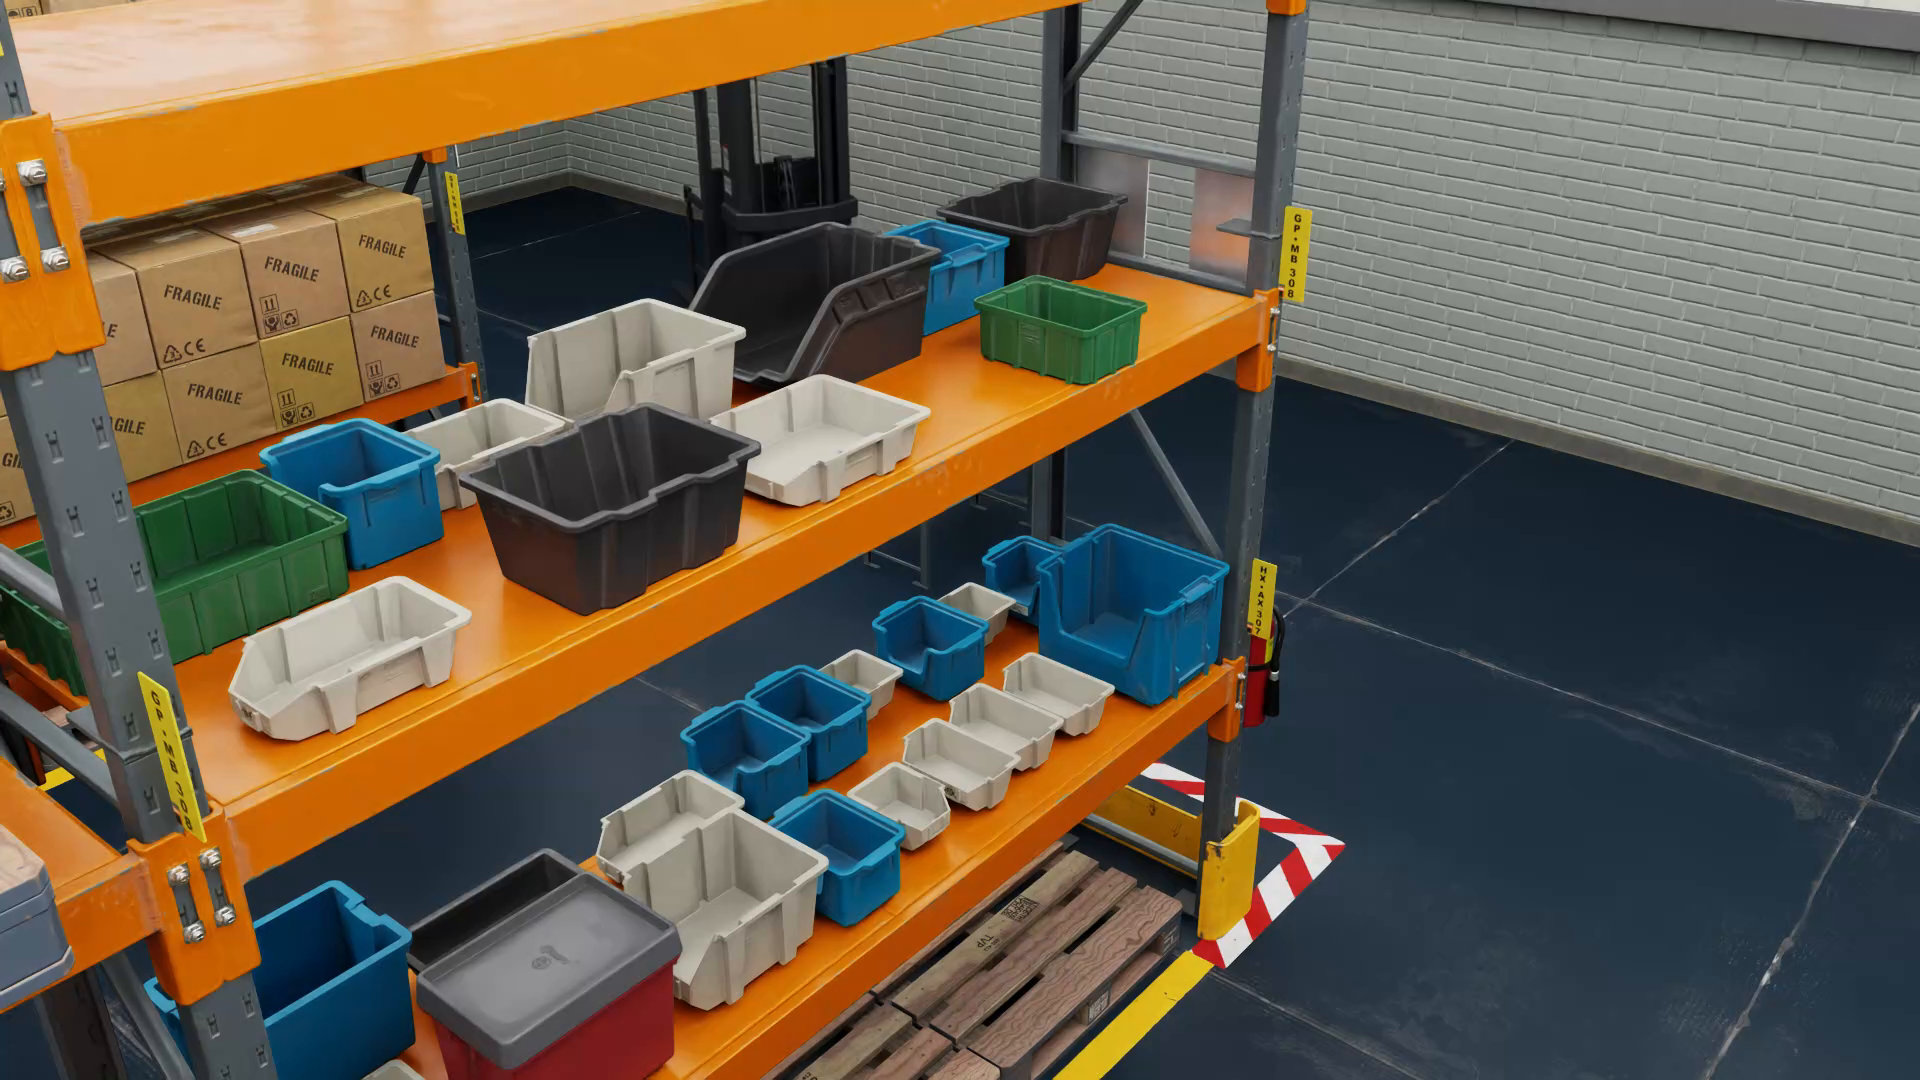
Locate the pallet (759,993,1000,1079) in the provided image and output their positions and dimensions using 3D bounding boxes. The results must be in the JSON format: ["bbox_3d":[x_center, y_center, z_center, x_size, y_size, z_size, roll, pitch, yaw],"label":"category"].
[{"bbox_3d":[-0.611,2.096,5.969,1.003,0.211,1.213,21,34,34],"label":"pallet"}]

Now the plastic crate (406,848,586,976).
[{"bbox_3d":[-1.320,1.184,4.931,0.437,0.125,0.590,21,34,34],"label":"plastic crate"}]

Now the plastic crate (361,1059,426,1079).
[{"bbox_3d":[-1.418,1.531,4.247,0.396,0.136,0.243,21,34,34],"label":"plastic crate"}]

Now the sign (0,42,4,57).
[{"bbox_3d":[-1.401,-0.846,2.320,0.100,0.325,0.005,21,34,34],"label":"sign"}]

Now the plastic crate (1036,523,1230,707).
[{"bbox_3d":[0.651,0.277,6.347,0.616,0.435,0.499,21,34,34],"label":"plastic crate"}]

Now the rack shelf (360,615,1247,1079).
[{"bbox_3d":[-0.552,1.174,5.498,1.077,0.370,4.000,21,34,34],"label":"rack shelf"}]

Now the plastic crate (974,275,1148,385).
[{"bbox_3d":[0.313,-0.659,5.226,0.450,0.188,0.336,21,34,34],"label":"plastic crate"}]

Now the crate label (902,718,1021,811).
[{"bbox_3d":[-0.013,0.783,5.694,0.396,0.136,0.243,21,34,34],"label":"crate label"}]

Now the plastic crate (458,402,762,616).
[{"bbox_3d":[-0.823,-0.071,4.000,0.497,0.269,0.590,21,34,34],"label":"plastic crate"}]

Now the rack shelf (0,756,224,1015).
[{"bbox_3d":[-3.097,1.260,2.068,1.077,0.370,4.000,21,34,34],"label":"rack shelf"}]

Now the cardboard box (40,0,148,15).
[{"bbox_3d":[-4.033,-2.576,7.504,0.700,0.500,0.500,21,34,34],"label":"cardboard box"}]

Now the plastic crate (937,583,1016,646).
[{"bbox_3d":[0.041,0.317,6.594,0.250,0.136,0.298,21,34,34],"label":"plastic crate"}]

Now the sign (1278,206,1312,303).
[{"bbox_3d":[1.155,-0.985,5.739,0.100,0.325,0.005,21,34,34],"label":"sign"}]

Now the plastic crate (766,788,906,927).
[{"bbox_3d":[-0.389,0.996,5.176,0.416,0.233,0.300,21,34,34],"label":"plastic crate"}]

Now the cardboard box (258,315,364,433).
[{"bbox_3d":[-3.502,-0.924,8.664,0.500,0.500,0.500,21,34,35],"label":"cardboard box"}]

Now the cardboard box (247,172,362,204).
[{"bbox_3d":[-3.586,-1.712,9.097,0.500,0.500,0.500,22,35,36],"label":"cardboard box"}]

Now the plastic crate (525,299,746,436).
[{"bbox_3d":[-0.928,-0.438,4.697,0.437,0.282,0.530,21,34,34],"label":"plastic crate"}]

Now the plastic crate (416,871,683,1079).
[{"bbox_3d":[-1.063,1.266,4.404,0.402,0.464,0.583,21,34,34],"label":"plastic crate"}]

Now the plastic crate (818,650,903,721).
[{"bbox_3d":[-0.391,0.557,6.129,0.250,0.136,0.298,21,34,34],"label":"plastic crate"}]

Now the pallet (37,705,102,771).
[{"bbox_3d":[-4.431,0.676,8.714,1.003,0.211,1.213,21,34,34],"label":"pallet"}]

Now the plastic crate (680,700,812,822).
[{"bbox_3d":[-0.720,0.758,5.637,0.416,0.233,0.300,21,34,34],"label":"plastic crate"}]

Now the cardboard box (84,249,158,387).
[{"bbox_3d":[-4.145,-1.007,7.735,0.500,0.500,0.500,22,35,36],"label":"cardboard box"}]

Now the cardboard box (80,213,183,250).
[{"bbox_3d":[-4.234,-1.348,8.394,0.500,0.500,0.500,21,34,35],"label":"cardboard box"}]

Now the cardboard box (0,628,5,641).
[{"bbox_3d":[-5.024,0.563,8.345,0.500,0.311,0.500,21,34,34],"label":"cardboard box"}]

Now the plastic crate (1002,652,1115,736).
[{"bbox_3d":[0.341,0.578,6.089,0.396,0.136,0.243,21,34,34],"label":"plastic crate"}]

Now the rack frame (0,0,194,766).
[{"bbox_3d":[-1.824,-1.101,2.584,1.000,3.000,0.127,21,34,34],"label":"rack frame"}]

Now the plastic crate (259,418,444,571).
[{"bbox_3d":[-1.492,-0.110,4.116,0.416,0.233,0.300,21,34,34],"label":"plastic crate"}]

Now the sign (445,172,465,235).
[{"bbox_3d":[-2.685,-1.789,8.839,0.100,0.325,0.005,21,34,34],"label":"sign"}]

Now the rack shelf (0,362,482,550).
[{"bbox_3d":[-4.372,-0.275,8.299,1.077,0.370,4.000,21,34,34],"label":"rack shelf"}]

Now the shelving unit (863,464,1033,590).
[{"bbox_3d":[-0.054,-0.636,9.847,0.538,1.500,1.048,21,34,34],"label":"shelving unit"}]

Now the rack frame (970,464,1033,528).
[{"bbox_3d":[0.269,-0.816,10.195,0.500,1.500,0.032,21,34,34],"label":"rack frame"}]

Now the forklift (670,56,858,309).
[{"bbox_3d":[-1.467,-2.714,12.306,1.130,2.935,3.031,-13,30,-23],"label":"forklift"}]

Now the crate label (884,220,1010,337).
[{"bbox_3d":[-0.116,-0.888,5.599,0.408,0.251,0.502,21,34,34],"label":"crate label"}]

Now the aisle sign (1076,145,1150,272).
[{"bbox_3d":[0.536,-1.121,6.324,0.394,0.787,0.004,21,34,34],"label":"aisle sign"}]

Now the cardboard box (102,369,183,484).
[{"bbox_3d":[-4.144,-0.571,7.979,0.500,0.500,0.500,20,34,34],"label":"cardboard box"}]

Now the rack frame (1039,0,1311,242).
[{"bbox_3d":[0.720,-2.519,5.325,1.000,3.000,0.127,21,34,34],"label":"rack frame"}]

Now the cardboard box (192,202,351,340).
[{"bbox_3d":[-3.492,-1.374,8.445,0.500,0.500,0.500,22,34,36],"label":"cardboard box"}]

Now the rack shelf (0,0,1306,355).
[{"bbox_3d":[-0.552,-1.313,4.212,1.077,0.370,4.000,21,34,34],"label":"rack shelf"}]
